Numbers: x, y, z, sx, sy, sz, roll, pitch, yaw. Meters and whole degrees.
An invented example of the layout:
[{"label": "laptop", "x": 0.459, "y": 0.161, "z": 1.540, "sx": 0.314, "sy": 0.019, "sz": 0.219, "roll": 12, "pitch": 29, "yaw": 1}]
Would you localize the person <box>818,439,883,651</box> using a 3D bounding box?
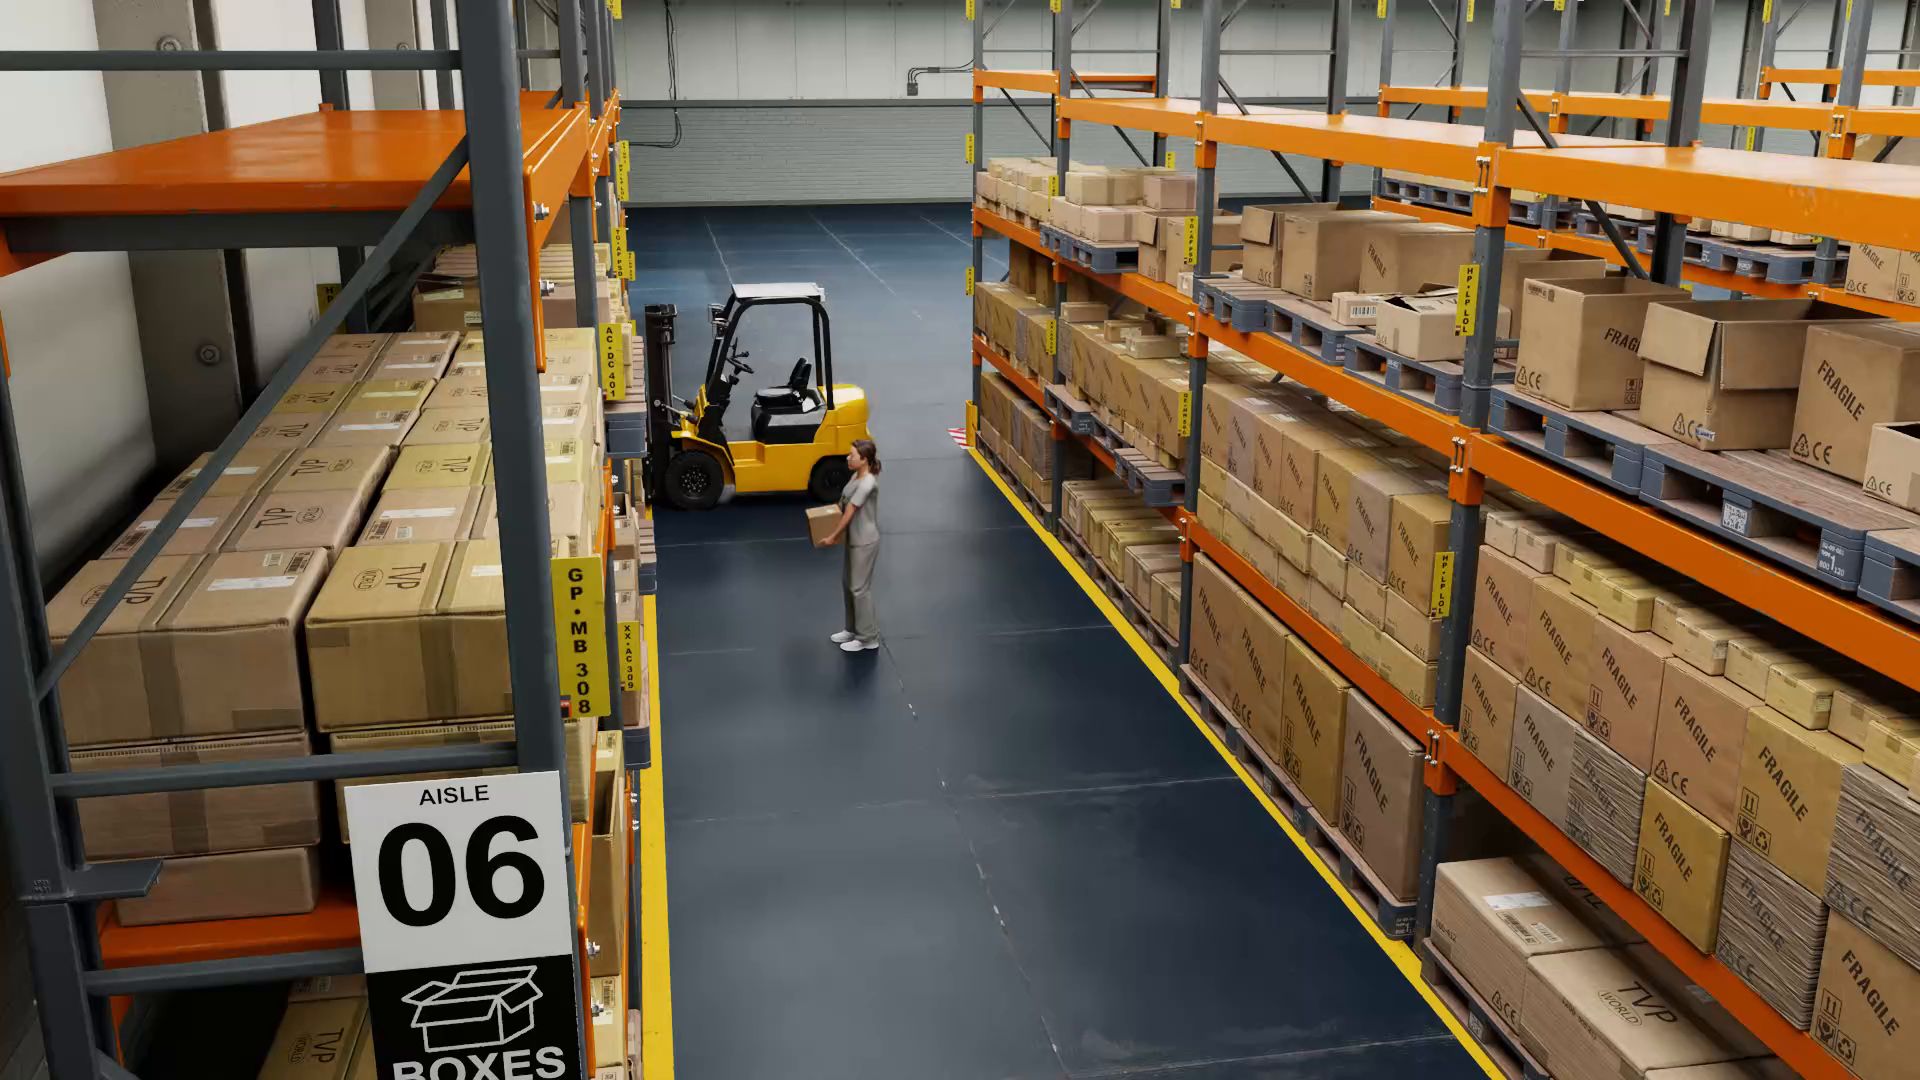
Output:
[{"label": "person", "x": -0.854, "y": 0.034, "z": 12.944, "sx": 0.536, "sy": 1.669, "sz": 0.409, "roll": -3, "pitch": 17, "yaw": -11}]
